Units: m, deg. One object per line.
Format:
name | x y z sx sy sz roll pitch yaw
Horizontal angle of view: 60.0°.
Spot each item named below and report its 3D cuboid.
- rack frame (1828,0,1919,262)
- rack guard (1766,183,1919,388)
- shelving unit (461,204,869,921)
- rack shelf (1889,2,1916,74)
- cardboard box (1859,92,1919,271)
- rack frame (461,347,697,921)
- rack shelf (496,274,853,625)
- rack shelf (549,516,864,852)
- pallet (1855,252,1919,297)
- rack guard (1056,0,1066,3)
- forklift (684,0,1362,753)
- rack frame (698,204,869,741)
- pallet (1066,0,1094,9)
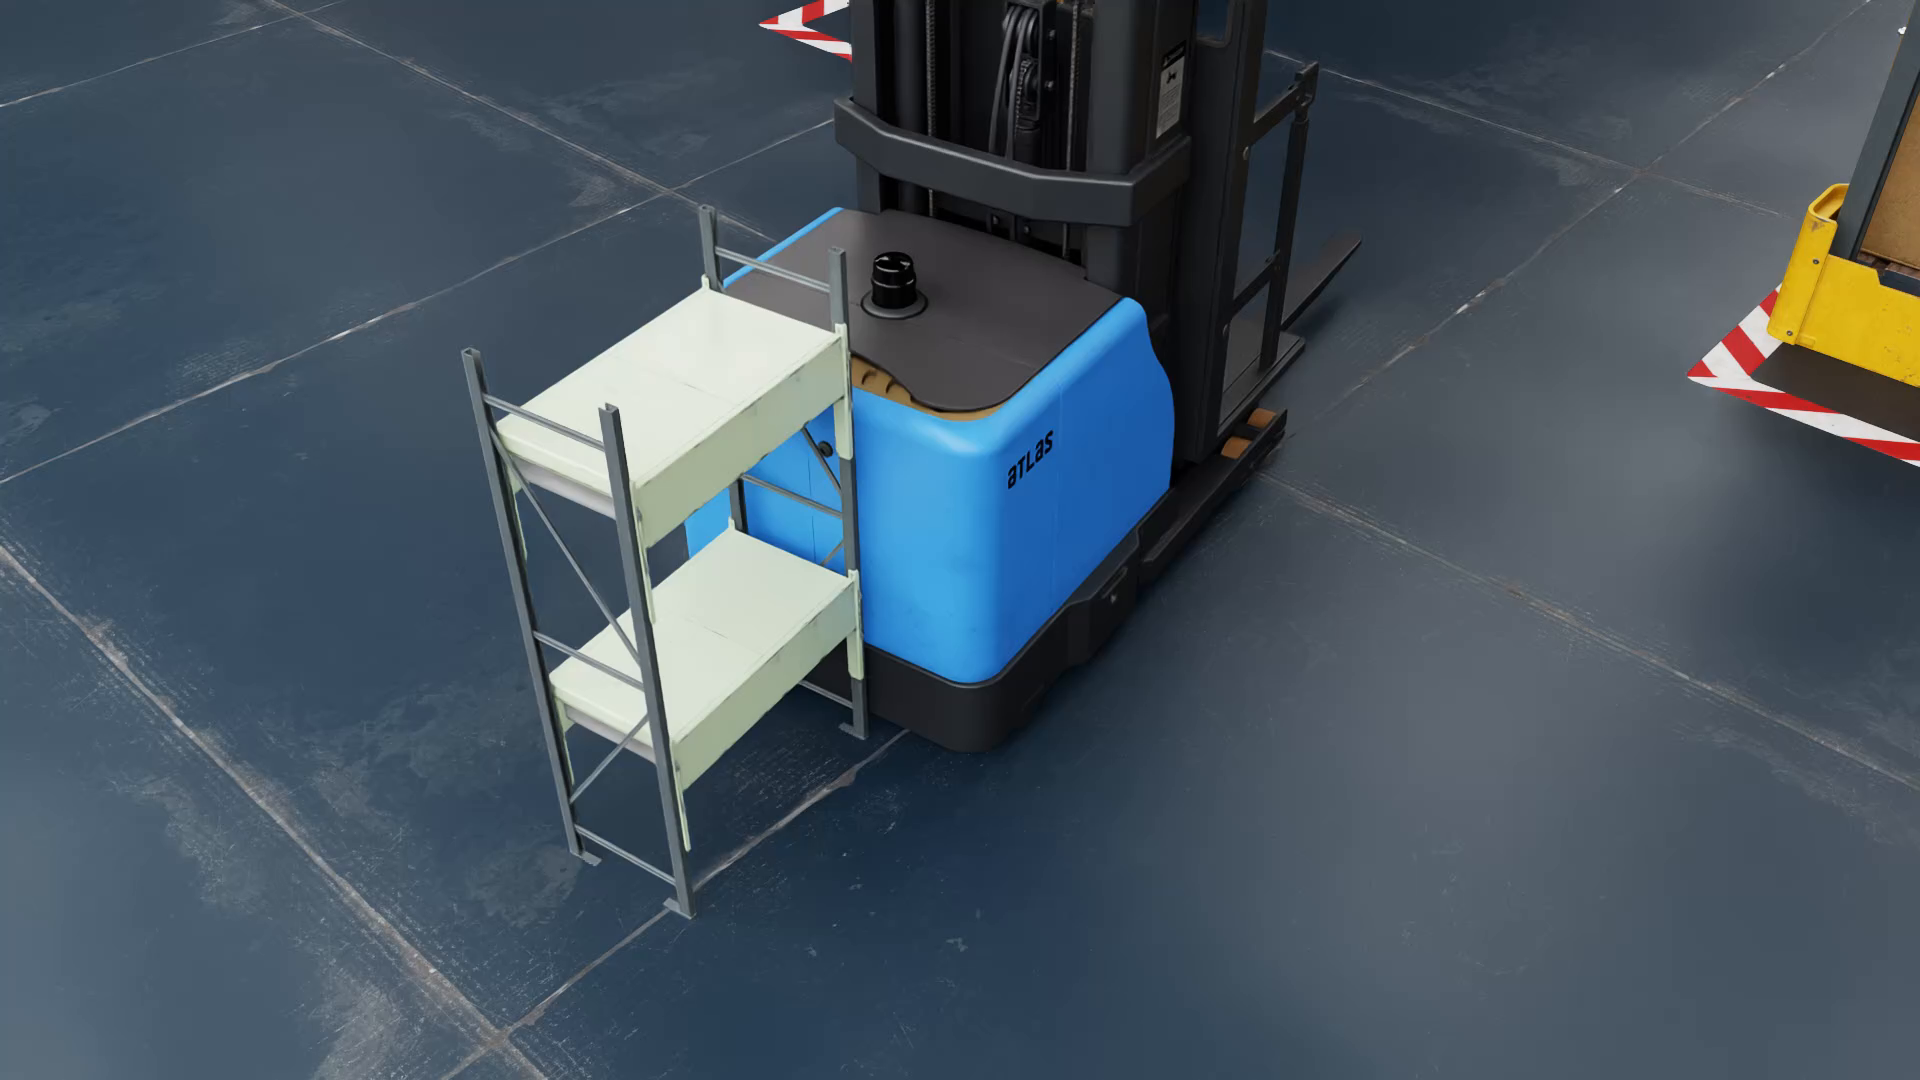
rack frame | 3.560 -1.793 5.094 1.000 3.000 0.127 30 47 32
rack guard | 3.544 -0.803 5.858 1.175 0.500 0.348 30 47 32
shelving unit | -0.622 0.082 3.941 0.431 1.500 0.755 22 43 25
rack shelf | 4.910 -2.430 6.474 1.077 0.370 4.000 30 47 32
cardboard box | 3.969 -1.465 6.052 0.875 0.875 0.875 30 47 32
rack frame | -0.821 0.274 3.701 0.400 1.500 0.023 22 43 25
rack shelf | -0.622 -0.223 3.698 0.431 0.370 0.720 22 43 25
rack shelf | -0.622 0.338 4.144 0.431 0.370 0.720 22 43 25
pallet | 4.042 -1.101 6.465 1.003 0.211 1.213 30 47 32
rack guard | 0.019 -2.978 8.594 1.175 0.500 0.348 30 47 32
forklift | 0.439 -1.468 4.741 1.130 2.935 3.031 22 43 25
rack frame | -0.424 -0.109 4.182 0.400 1.500 0.023 22 43 25
pallet | 0.593 -3.223 9.134 1.003 0.211 1.213 30 47 32
